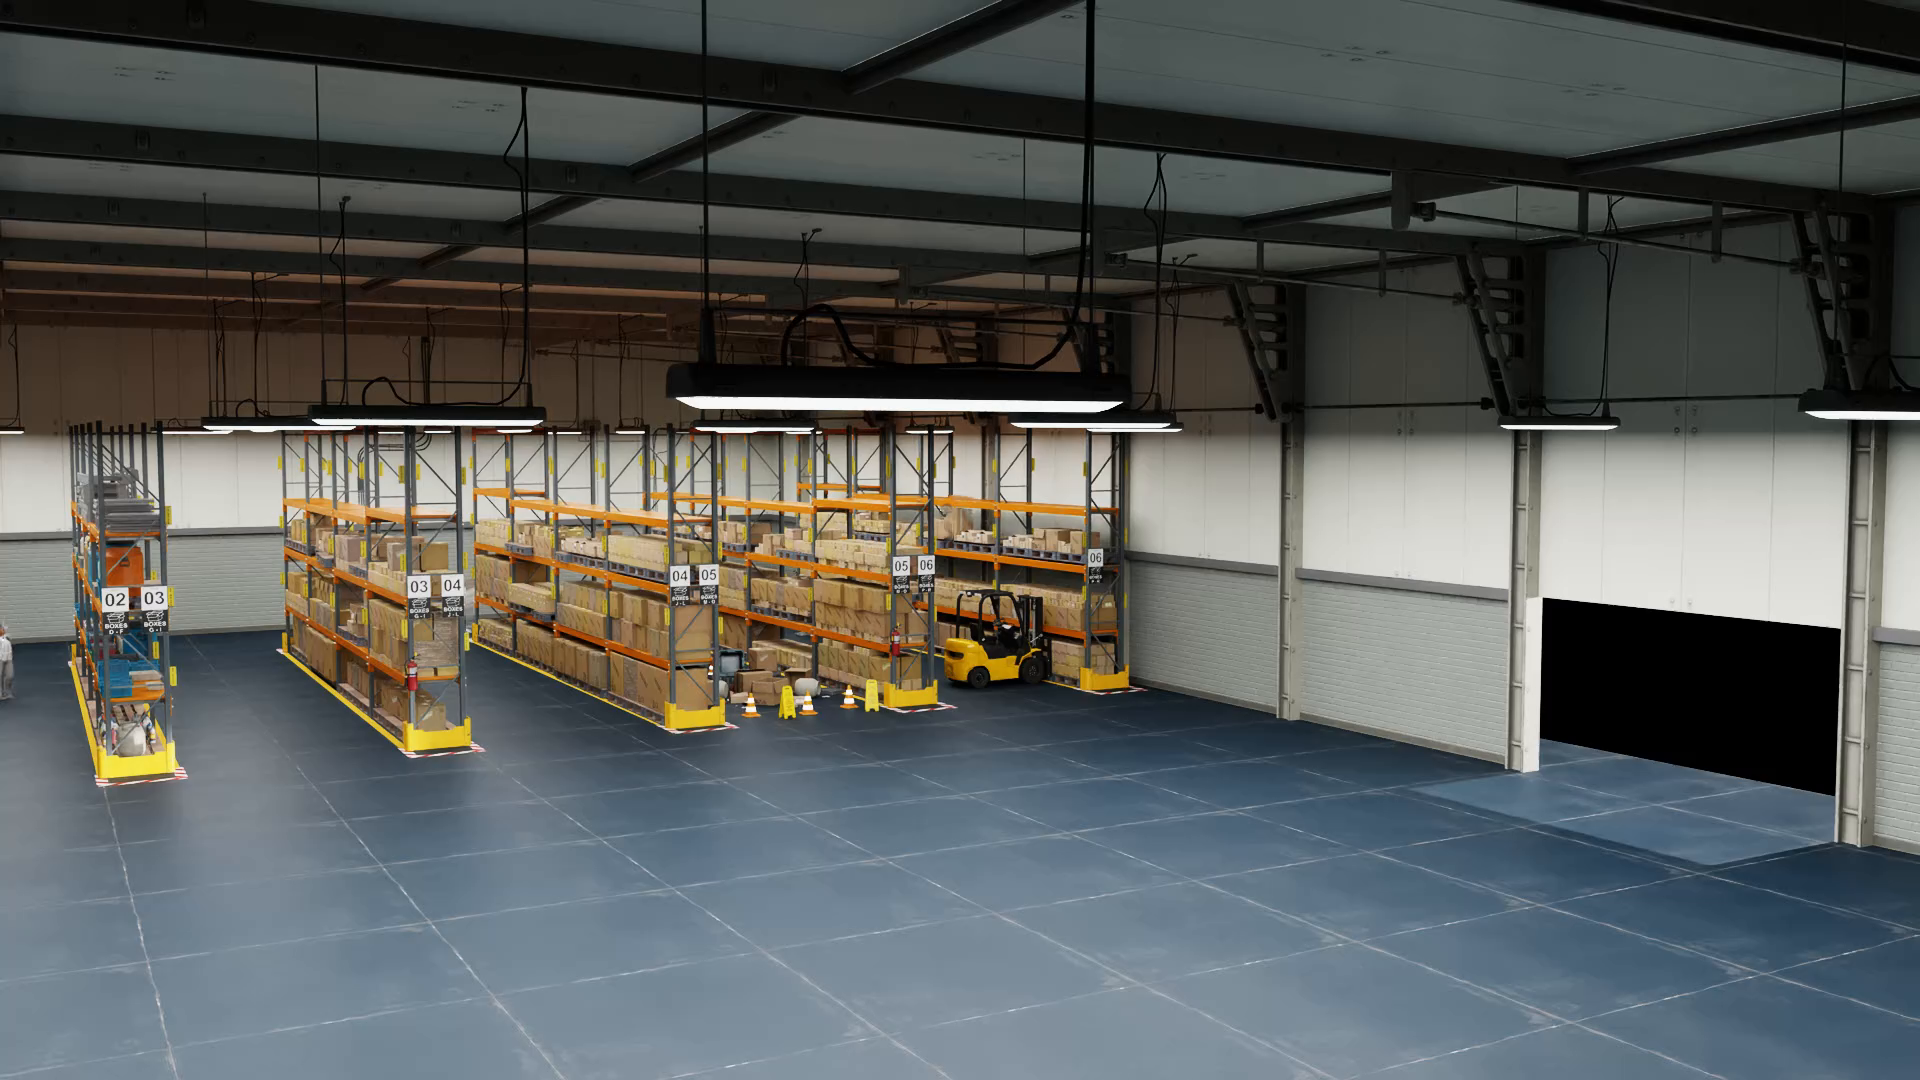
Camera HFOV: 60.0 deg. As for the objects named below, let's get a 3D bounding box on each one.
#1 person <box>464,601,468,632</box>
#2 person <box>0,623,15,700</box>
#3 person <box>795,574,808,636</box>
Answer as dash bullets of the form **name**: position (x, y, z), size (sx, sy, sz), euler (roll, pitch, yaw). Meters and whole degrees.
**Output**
- **person**: position (-14.444, 2.002, 47.817), size (0.495, 1.517, 0.896), euler (0, 4, 3)
- **person**: position (-20.947, 2.664, 36.353), size (0.396, 1.698, 0.567), euler (1, 4, 19)
- **person**: position (-4.591, 1.868, 47.988), size (0.653, 1.768, 0.358), euler (3, 5, 40)
